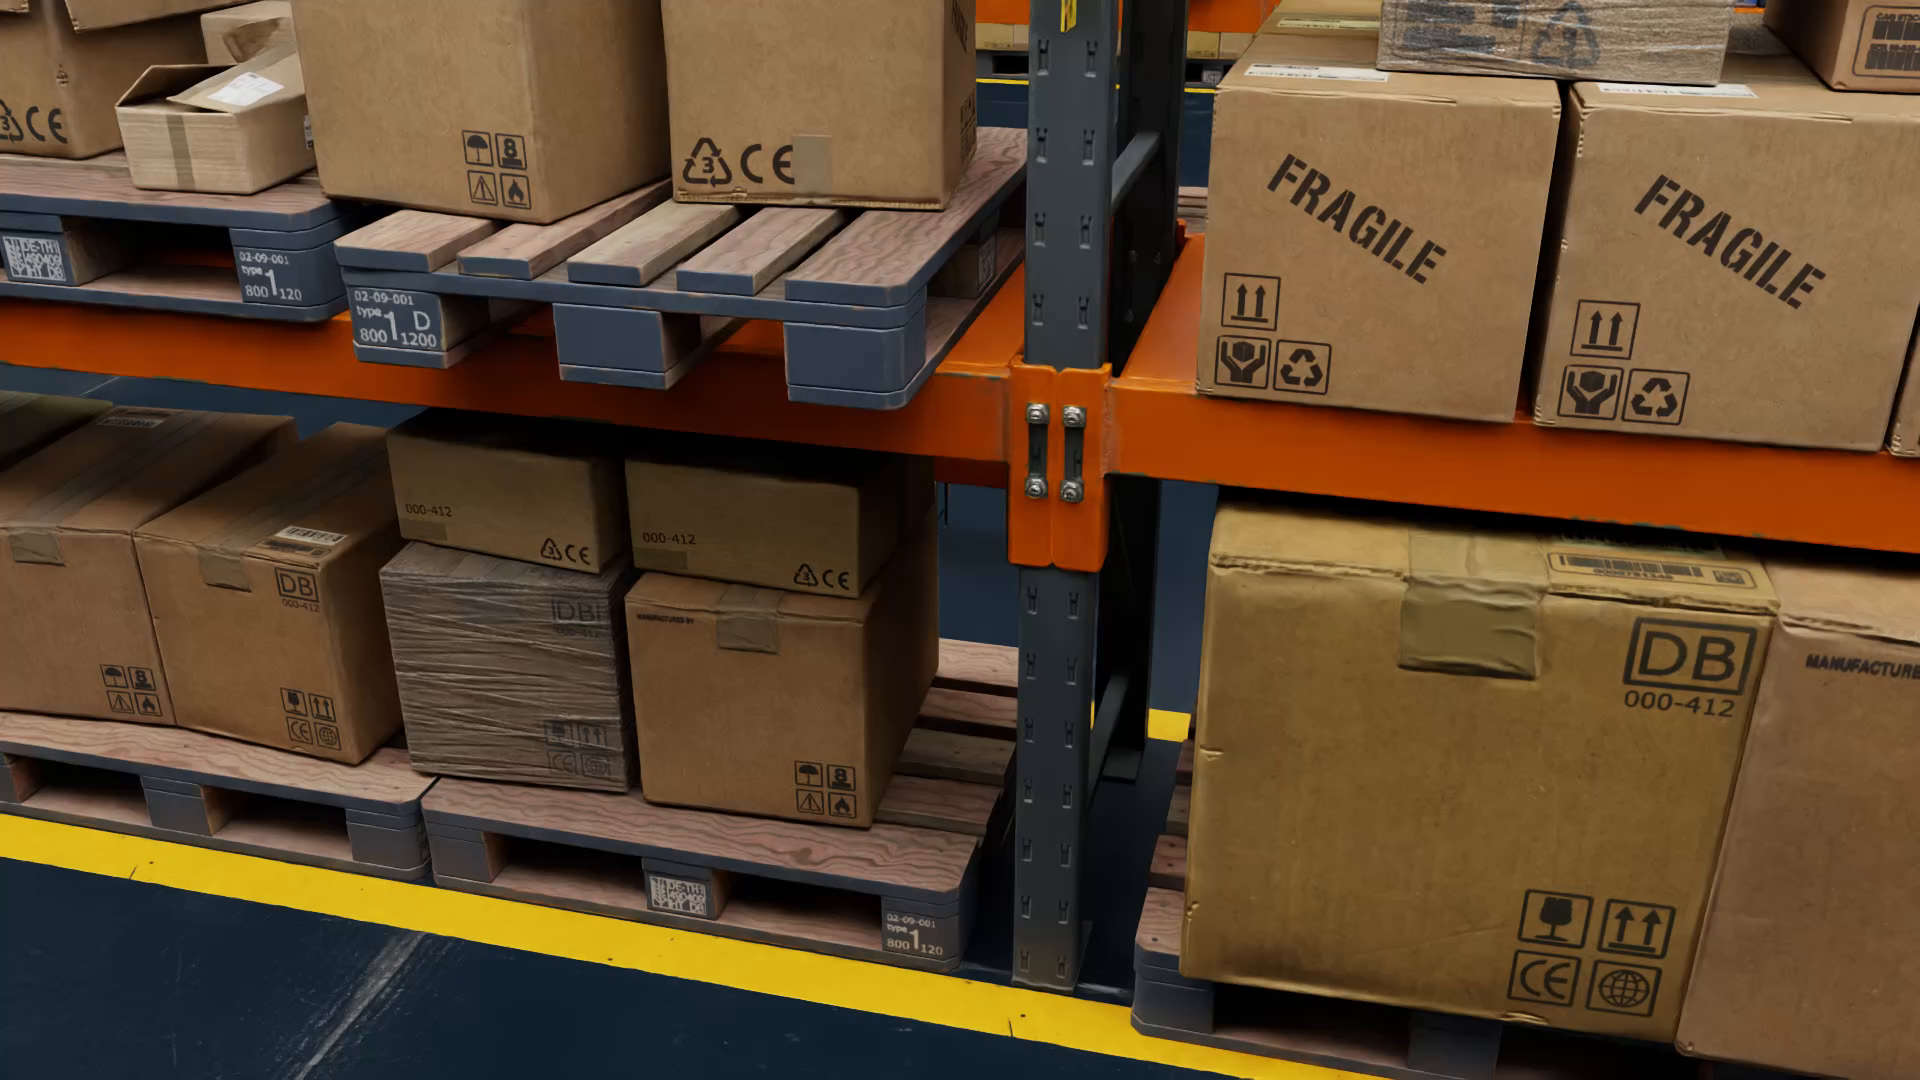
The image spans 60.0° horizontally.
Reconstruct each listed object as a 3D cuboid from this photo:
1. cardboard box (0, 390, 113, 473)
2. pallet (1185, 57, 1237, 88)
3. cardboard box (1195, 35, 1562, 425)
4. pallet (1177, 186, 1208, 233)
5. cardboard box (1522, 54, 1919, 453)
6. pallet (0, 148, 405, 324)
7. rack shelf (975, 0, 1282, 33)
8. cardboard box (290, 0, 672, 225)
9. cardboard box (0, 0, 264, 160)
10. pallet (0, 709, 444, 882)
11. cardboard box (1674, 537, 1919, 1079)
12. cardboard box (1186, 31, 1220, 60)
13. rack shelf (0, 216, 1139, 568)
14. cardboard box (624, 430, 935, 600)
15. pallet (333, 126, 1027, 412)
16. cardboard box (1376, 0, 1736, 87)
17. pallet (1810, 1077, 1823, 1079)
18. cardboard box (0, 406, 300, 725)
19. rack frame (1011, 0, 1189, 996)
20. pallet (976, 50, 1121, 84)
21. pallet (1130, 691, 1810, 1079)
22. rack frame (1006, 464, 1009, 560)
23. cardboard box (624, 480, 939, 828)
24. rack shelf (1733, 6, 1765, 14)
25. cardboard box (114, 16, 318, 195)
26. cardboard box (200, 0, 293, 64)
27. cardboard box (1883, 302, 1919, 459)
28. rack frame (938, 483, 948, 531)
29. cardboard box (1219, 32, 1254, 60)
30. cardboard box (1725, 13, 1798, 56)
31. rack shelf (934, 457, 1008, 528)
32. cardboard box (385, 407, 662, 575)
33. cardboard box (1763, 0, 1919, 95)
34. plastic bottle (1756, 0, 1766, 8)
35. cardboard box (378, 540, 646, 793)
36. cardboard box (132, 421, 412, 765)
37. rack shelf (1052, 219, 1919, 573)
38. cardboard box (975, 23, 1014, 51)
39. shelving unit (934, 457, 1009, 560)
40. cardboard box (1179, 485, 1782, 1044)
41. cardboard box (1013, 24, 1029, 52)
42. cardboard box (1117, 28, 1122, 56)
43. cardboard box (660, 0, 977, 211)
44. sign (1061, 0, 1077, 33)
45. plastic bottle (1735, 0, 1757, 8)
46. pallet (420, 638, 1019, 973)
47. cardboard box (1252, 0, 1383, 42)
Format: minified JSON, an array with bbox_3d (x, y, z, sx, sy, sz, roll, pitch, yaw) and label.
[{"bbox_3d":[-2.538,-0.020,4.198,0.500,0.500,0.700,6,26,13],"label":"cardboard box"},{"bbox_3d":[1.973,-3.624,12.617,1.213,0.211,1.003,6,26,13],"label":"pallet"},{"bbox_3d":[0.693,-0.535,2.768,0.500,0.500,0.500,7,26,15],"label":"cardboard box"},{"bbox_3d":[0.783,-1.557,8.275,1.213,0.211,1.003,6,26,13],"label":"pallet"},{"bbox_3d":[1.193,-0.481,2.654,0.500,0.500,0.500,6,26,12],"label":"cardboard box"},{"bbox_3d":[-1.638,-0.764,3.587,1.213,0.211,1.003,6,26,13],"label":"pallet"},{"bbox_3d":[-0.414,-2.607,8.072,4.000,0.370,1.077,6,26,13],"label":"rack shelf"},{"bbox_3d":[-0.809,-0.949,3.150,0.500,0.500,0.700,10,27,21],"label":"cardboard box"},{"bbox_3d":[-1.882,-1.173,3.615,0.637,0.503,0.797,9,27,18],"label":"cardboard box"},{"bbox_3d":[-1.645,0.388,4.189,1.213,0.211,1.003,6,26,13],"label":"pallet"},{"bbox_3d":[1.814,0.296,3.123,0.875,0.875,1.225,6,26,13],"label":"cardboard box"},{"bbox_3d":[1.690,-3.736,12.317,0.500,0.250,0.500,6,26,12],"label":"cardboard box"},{"bbox_3d":[-1.647,-0.545,3.741,4.000,0.370,1.077,6,26,13],"label":"rack shelf"},{"bbox_3d":[-0.367,-0.123,3.543,0.500,0.250,0.500,7,26,15],"label":"cardboard box"},{"bbox_3d":[-0.427,-0.601,3.245,1.003,0.211,1.213,6,26,13],"label":"pallet"},{"bbox_3d":[0.994,-1.068,2.721,0.637,0.503,0.797,7,26,15],"label":"cardboard box"},{"bbox_3d":[2.212,0.851,3.217,1.213,0.211,1.003,6,26,13],"label":"pallet"},{"bbox_3d":[-1.996,0.040,4.073,0.500,0.500,0.700,4,26,9],"label":"cardboard box"},{"bbox_3d":[0.290,-0.655,3.137,0.127,3.000,1.000,6,26,13],"label":"rack frame"},{"bbox_3d":[0.795,-3.756,12.893,1.213,0.211,1.003,6,26,13],"label":"pallet"},{"bbox_3d":[1.035,0.720,3.493,1.213,0.211,1.003,6,26,13],"label":"pallet"},{"bbox_3d":[0.170,-0.455,4.985,0.008,1.050,0.200,6,26,13],"label":"rack frame"},{"bbox_3d":[-0.364,0.211,3.713,0.500,0.500,0.700,5,26,10],"label":"cardboard box"},{"bbox_3d":[3.460,-2.178,7.173,4.000,0.370,1.077,6,26,13],"label":"rack shelf"},{"bbox_3d":[-1.393,-0.850,3.214,0.258,0.266,0.396,6,26,12],"label":"cardboard box"},{"bbox_3d":[-1.276,-1.052,3.657,0.500,0.250,0.500,6,26,12],"label":"cardboard box"},{"bbox_3d":[1.690,-0.427,2.542,0.500,0.500,0.500,6,26,12],"label":"cardboard box"},{"bbox_3d":[-0.066,-0.481,5.040,0.008,1.050,0.200,6,26,13],"label":"rack frame"},{"bbox_3d":[2.190,-3.682,12.204,0.500,0.250,0.500,7,26,14],"label":"cardboard box"},{"bbox_3d":[1.311,-0.695,3.104,0.500,0.500,0.500,6,26,13],"label":"cardboard box"},{"bbox_3d":[0.052,-0.208,5.136,0.240,0.259,0.215,6,26,13],"label":"rack shelf"},{"bbox_3d":[-0.883,-0.176,3.653,0.500,0.250,0.500,9,27,19],"label":"cardboard box"},{"bbox_3d":[1.624,-0.997,2.572,0.637,0.503,0.797,7,26,14],"label":"cardboard box"},{"bbox_3d":[3.359,-2.347,6.747,0.185,0.351,0.144,6,26,13],"label":"plastic bottle"},{"bbox_3d":[-0.905,0.157,3.826,0.500,0.500,0.700,4,26,9],"label":"cardboard box"},{"bbox_3d":[-1.455,0.099,3.948,0.500,0.500,0.700,9,27,17],"label":"cardboard box"},{"bbox_3d":[2.227,-0.116,2.842,4.000,0.370,1.077,6,26,13],"label":"rack shelf"},{"bbox_3d":[0.213,-3.899,12.661,0.500,0.250,0.500,6,26,11],"label":"cardboard box"},{"bbox_3d":[0.052,-0.468,5.012,0.252,1.050,0.215,6,26,13],"label":"shelving unit"},{"bbox_3d":[0.953,0.197,3.330,0.875,0.875,1.225,5,26,11],"label":"cardboard box"},{"bbox_3d":[0.705,-3.845,12.546,0.500,0.250,0.500,7,26,14],"label":"cardboard box"},{"bbox_3d":[1.204,-3.791,12.433,0.500,0.250,0.500,7,26,14],"label":"cardboard box"},{"bbox_3d":[-0.243,-0.931,3.112,0.500,0.500,0.500,3,26,7],"label":"cardboard box"},{"bbox_3d":[0.164,-0.915,2.428,0.005,0.325,0.100,6,26,13],"label":"sign"},{"bbox_3d":[3.205,-2.332,6.803,0.135,0.276,0.152,6,26,13],"label":"plastic bottle"},{"bbox_3d":[-0.467,0.520,3.913,1.213,0.211,1.003,6,26,13],"label":"pallet"},{"bbox_3d":[0.829,-0.751,3.221,0.500,0.500,0.500,7,26,15],"label":"cardboard box"}]
